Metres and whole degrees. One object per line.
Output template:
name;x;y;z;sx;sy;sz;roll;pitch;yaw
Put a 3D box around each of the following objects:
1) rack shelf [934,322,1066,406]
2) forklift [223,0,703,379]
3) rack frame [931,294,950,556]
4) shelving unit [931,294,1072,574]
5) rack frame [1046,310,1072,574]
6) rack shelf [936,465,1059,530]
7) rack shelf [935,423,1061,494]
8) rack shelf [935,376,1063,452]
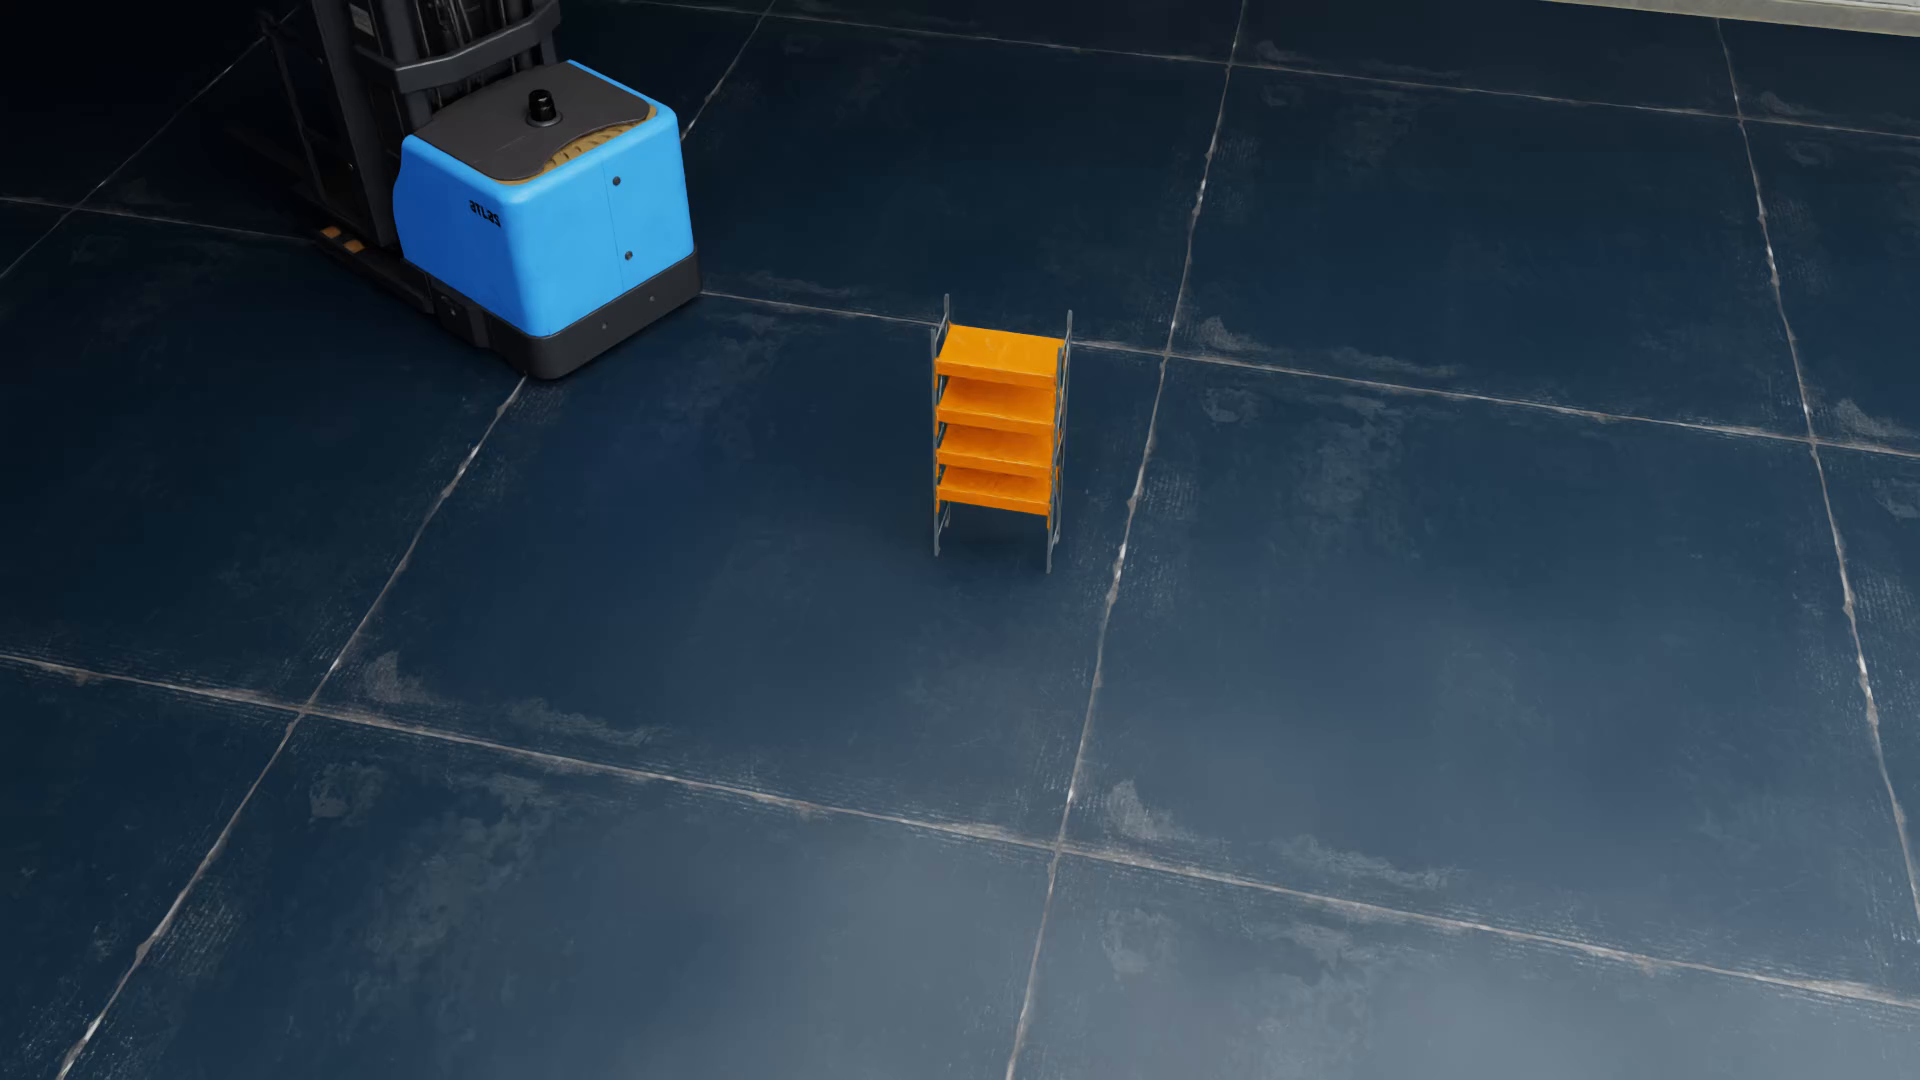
rack shelf;0.162;-0.690;6.495;0.480;0.148;0.258;9;45;9
forklift;-2.753;-2.698;7.899;3.031;2.935;1.130;31;52;28
rack frame;-0.077;-0.444;6.806;0.015;1.200;0.240;9;45;9
shelving unit;0.162;-0.407;6.768;0.503;1.200;0.258;9;45;9
rack frame;0.400;-0.370;6.730;0.015;1.200;0.240;9;45;9
rack shelf;0.162;-0.216;6.952;0.480;0.148;0.258;9;45;9
rack shelf;0.162;-0.359;6.815;0.480;0.148;0.258;9;45;9
rack shelf;0.162;-0.520;6.659;0.480;0.148;0.258;9;45;9
